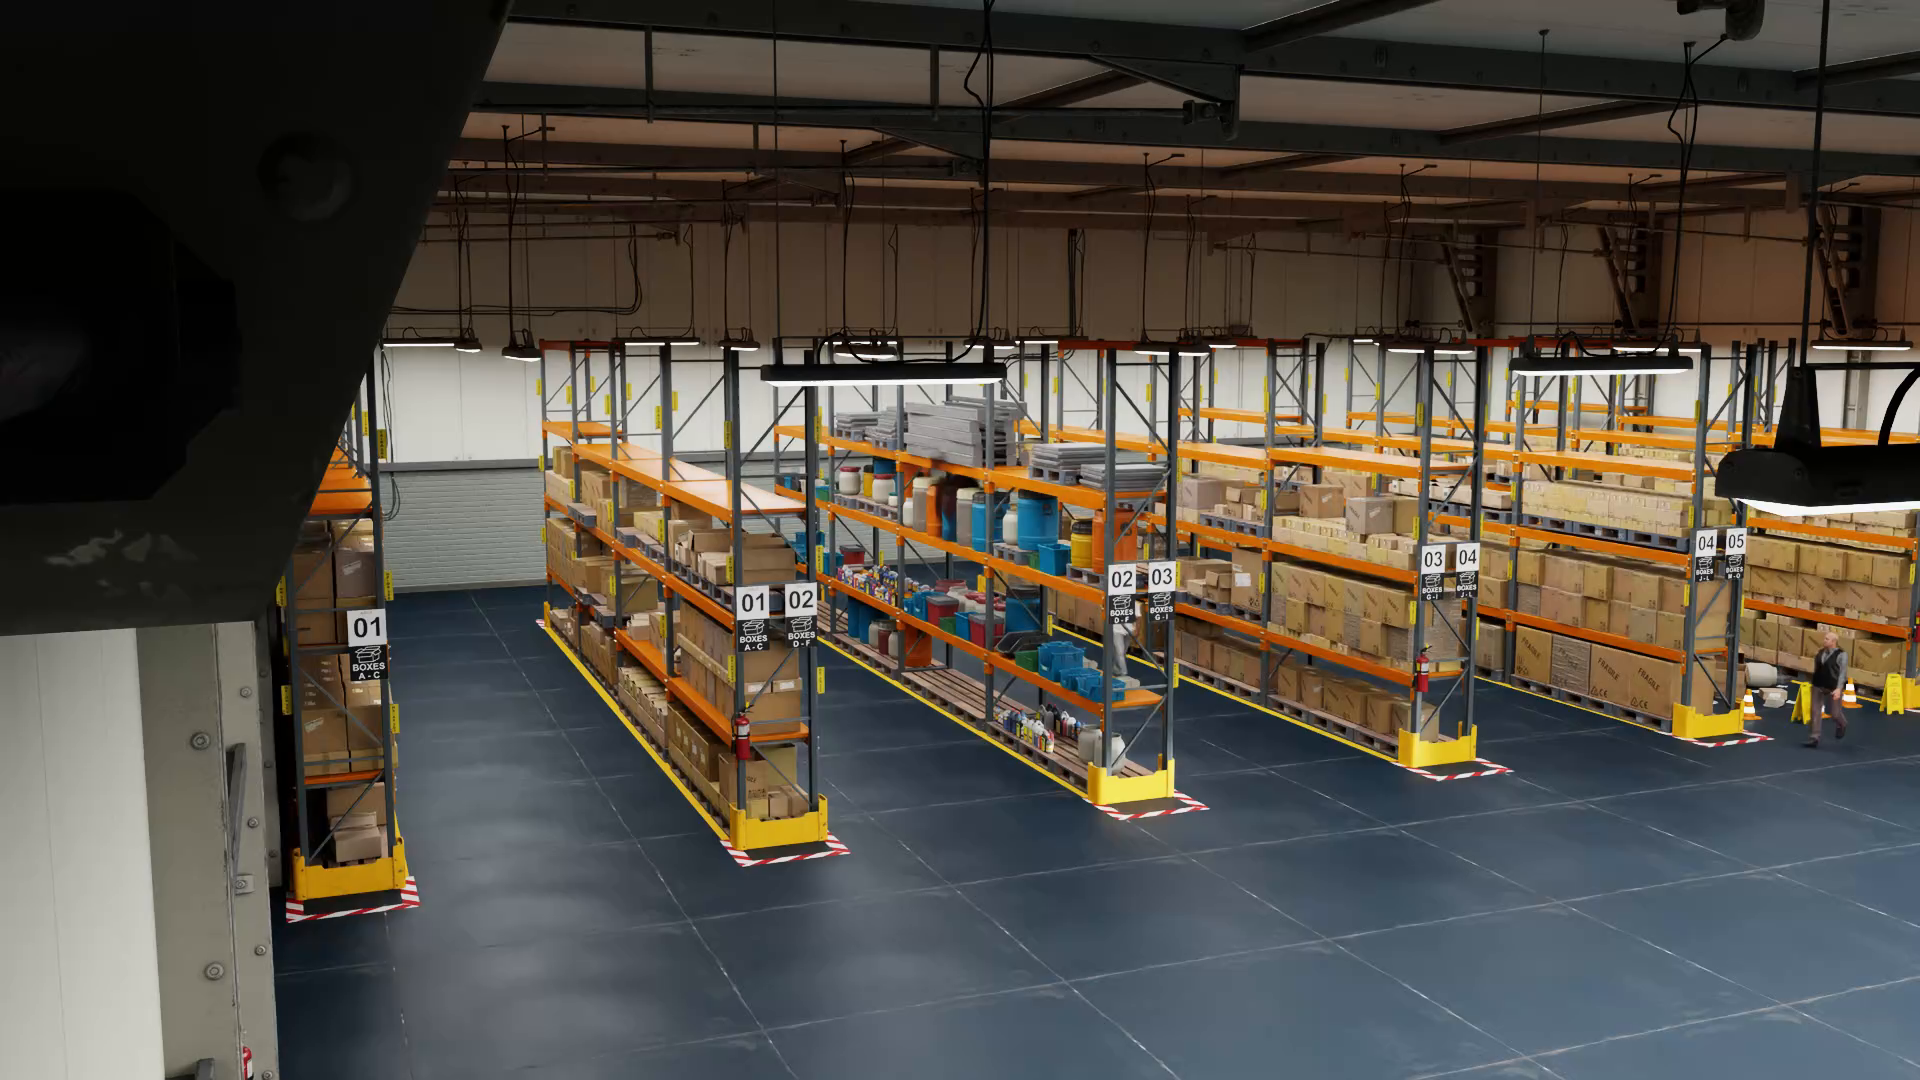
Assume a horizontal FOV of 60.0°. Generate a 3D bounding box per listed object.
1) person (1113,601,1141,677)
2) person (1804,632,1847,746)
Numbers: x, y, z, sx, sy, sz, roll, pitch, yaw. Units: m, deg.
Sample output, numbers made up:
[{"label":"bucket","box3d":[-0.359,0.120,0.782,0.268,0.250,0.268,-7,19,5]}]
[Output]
[{"label":"person","box3d":[2.954,1.629,29.439,0.506,1.694,1.082,-2,8,-17]},{"label":"person","box3d":[13.097,2.237,25.057,0.494,1.704,0.849,7,10,43]}]
